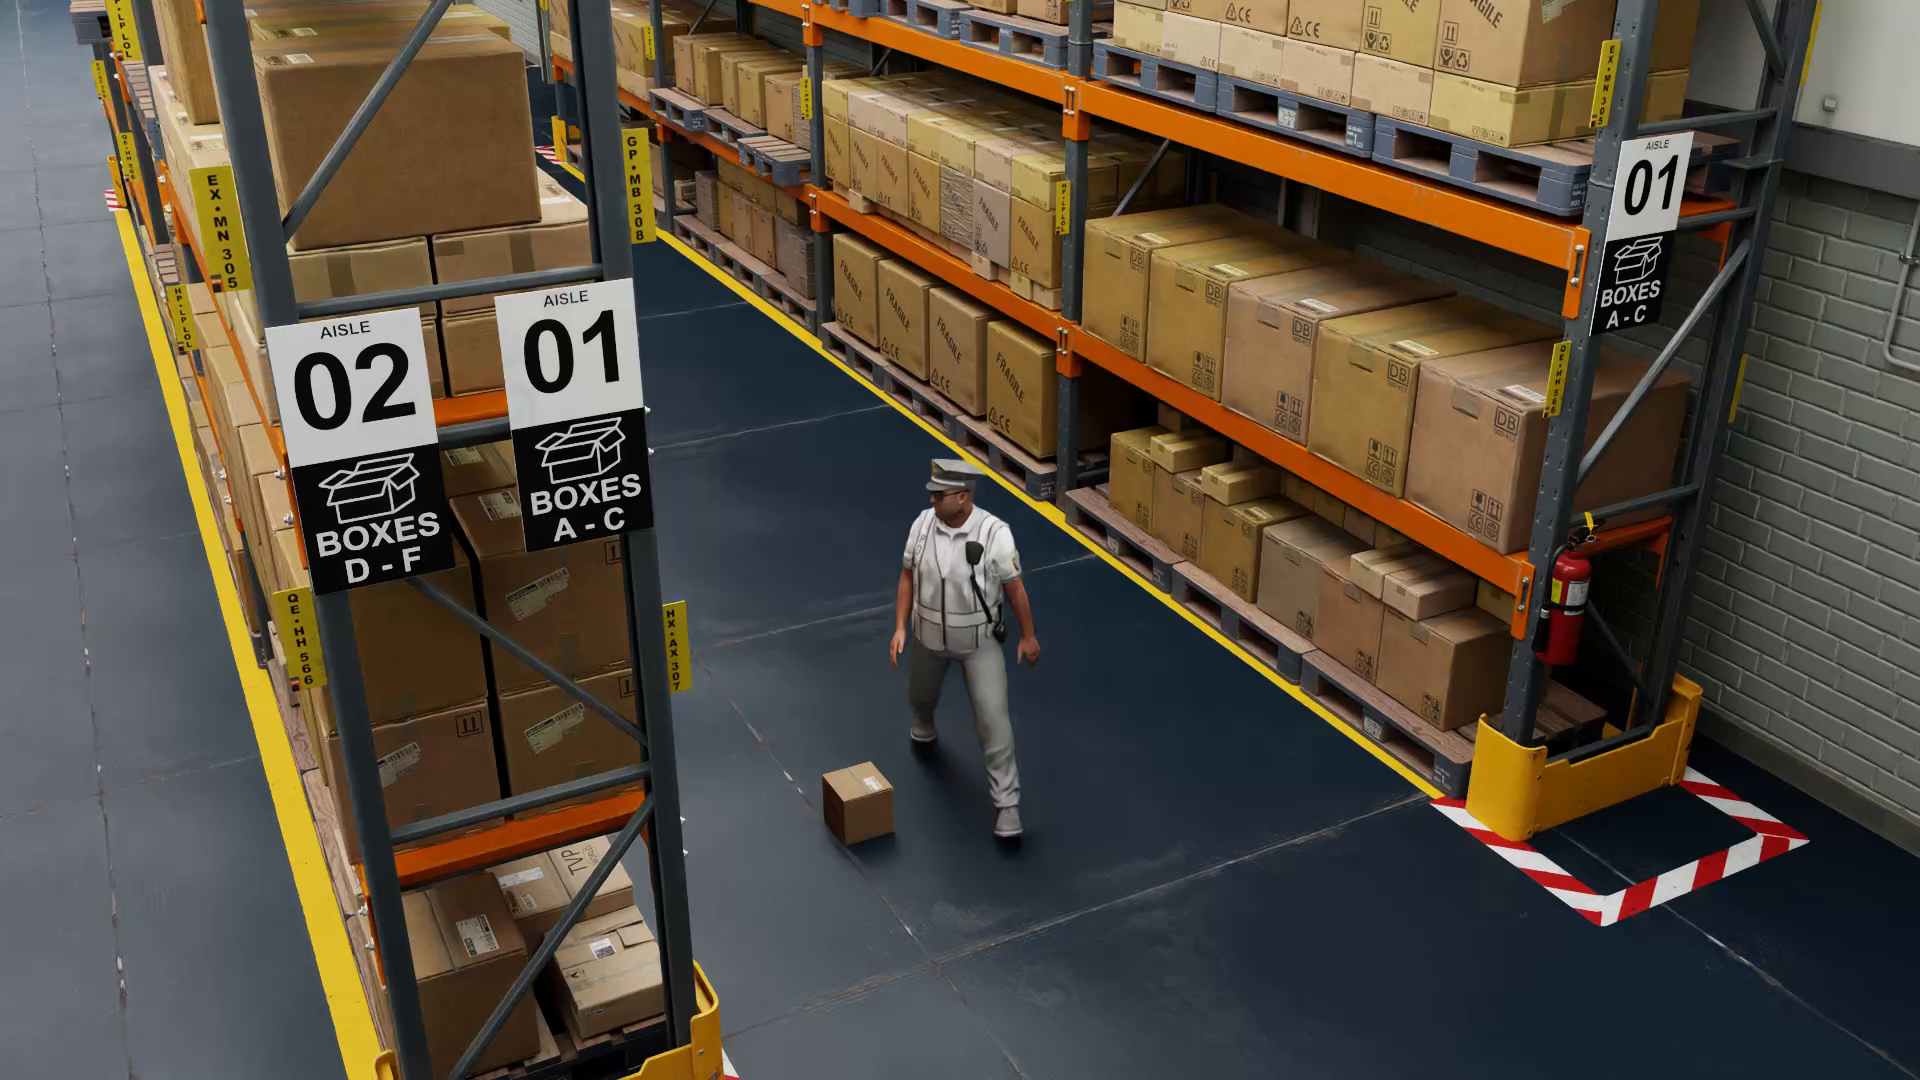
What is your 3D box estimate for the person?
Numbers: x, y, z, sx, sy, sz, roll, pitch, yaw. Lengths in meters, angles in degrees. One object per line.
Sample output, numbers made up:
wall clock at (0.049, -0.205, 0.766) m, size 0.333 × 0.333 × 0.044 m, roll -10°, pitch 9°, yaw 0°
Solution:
person at (0.019, 0.431, 7.742) m, size 0.814 × 1.695 × 1.000 m, roll 8°, pitch 26°, yaw 16°
